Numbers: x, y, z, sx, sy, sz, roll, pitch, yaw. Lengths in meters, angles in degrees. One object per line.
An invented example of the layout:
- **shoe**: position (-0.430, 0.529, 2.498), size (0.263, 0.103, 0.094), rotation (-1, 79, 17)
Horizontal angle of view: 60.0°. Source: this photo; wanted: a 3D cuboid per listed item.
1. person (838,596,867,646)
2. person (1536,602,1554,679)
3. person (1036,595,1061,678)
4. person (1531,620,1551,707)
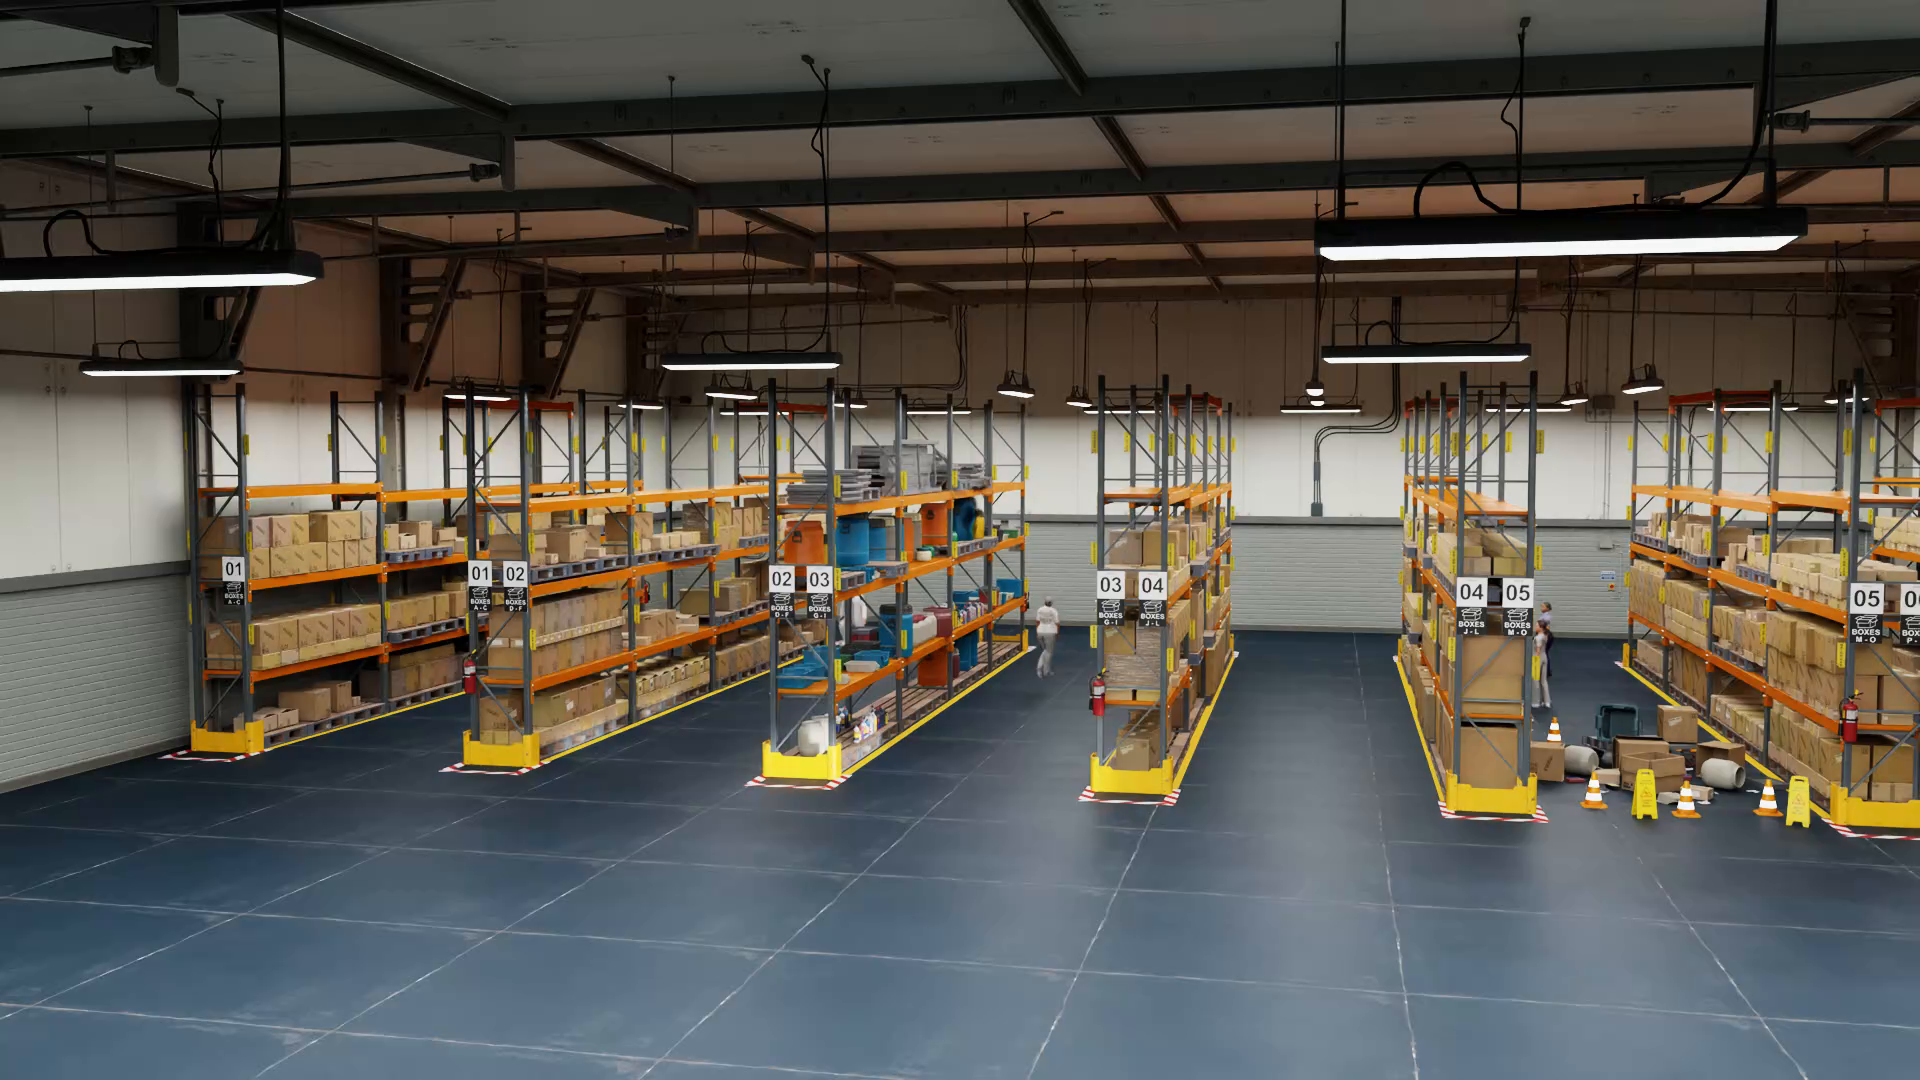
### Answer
- **person**: position (-2.538, 1.882, 39.115), size (0.725, 1.689, 1.163), rotation (0, 3, 8)
- **person**: position (12.539, 2.171, 35.712), size (0.382, 1.690, 0.520), rotation (3, 4, 40)
- **person**: position (1.815, 1.974, 33.852), size (0.453, 1.723, 0.494), rotation (-2, 4, -37)
- **person**: position (11.074, 2.484, 31.777), size (0.473, 1.410, 0.452), rotation (-2, 4, -30)
